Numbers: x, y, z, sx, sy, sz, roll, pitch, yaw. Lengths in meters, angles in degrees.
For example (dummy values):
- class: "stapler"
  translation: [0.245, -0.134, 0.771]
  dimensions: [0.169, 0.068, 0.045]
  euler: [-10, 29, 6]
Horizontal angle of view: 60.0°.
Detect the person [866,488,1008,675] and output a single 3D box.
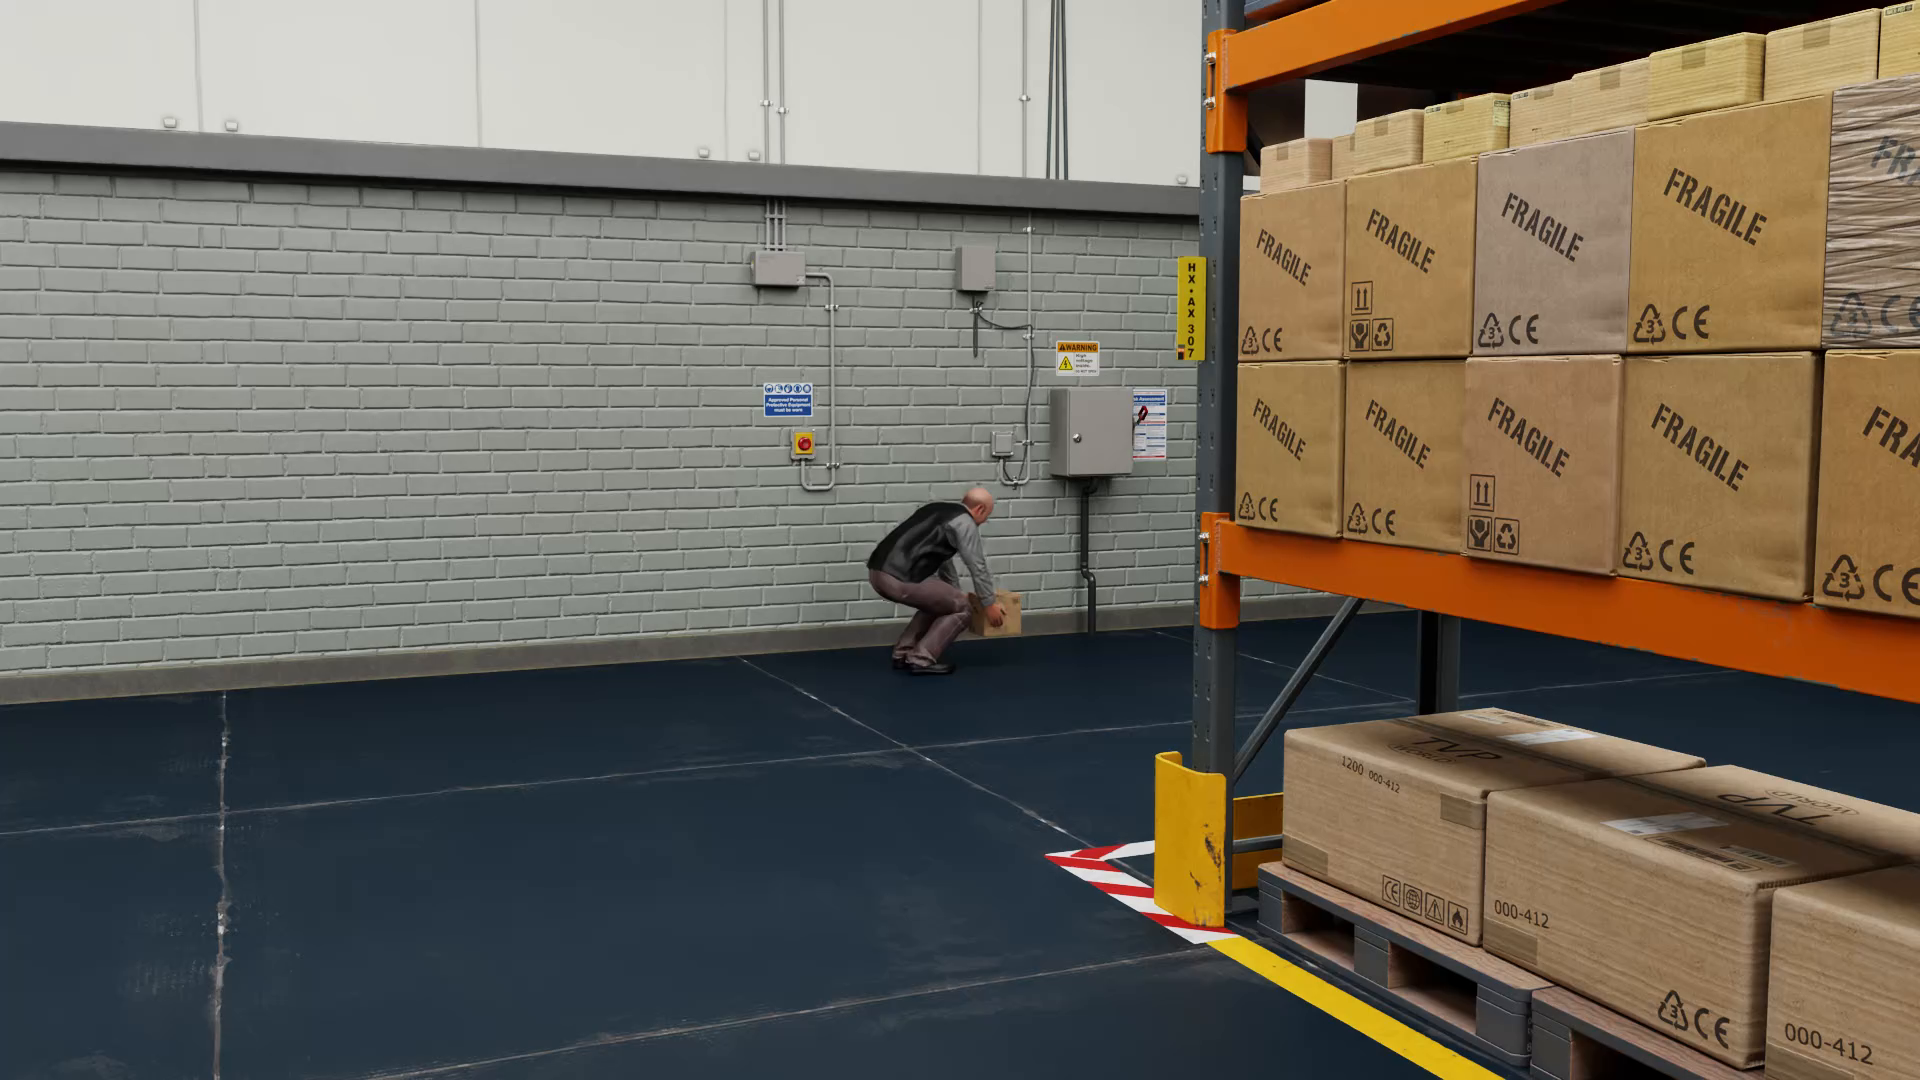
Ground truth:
- class: "person"
  translation: [-0.164, 0.240, 10.151]
  dimensions: [0.824, 1.104, 0.560]
  euler: [-2, 6, -24]
